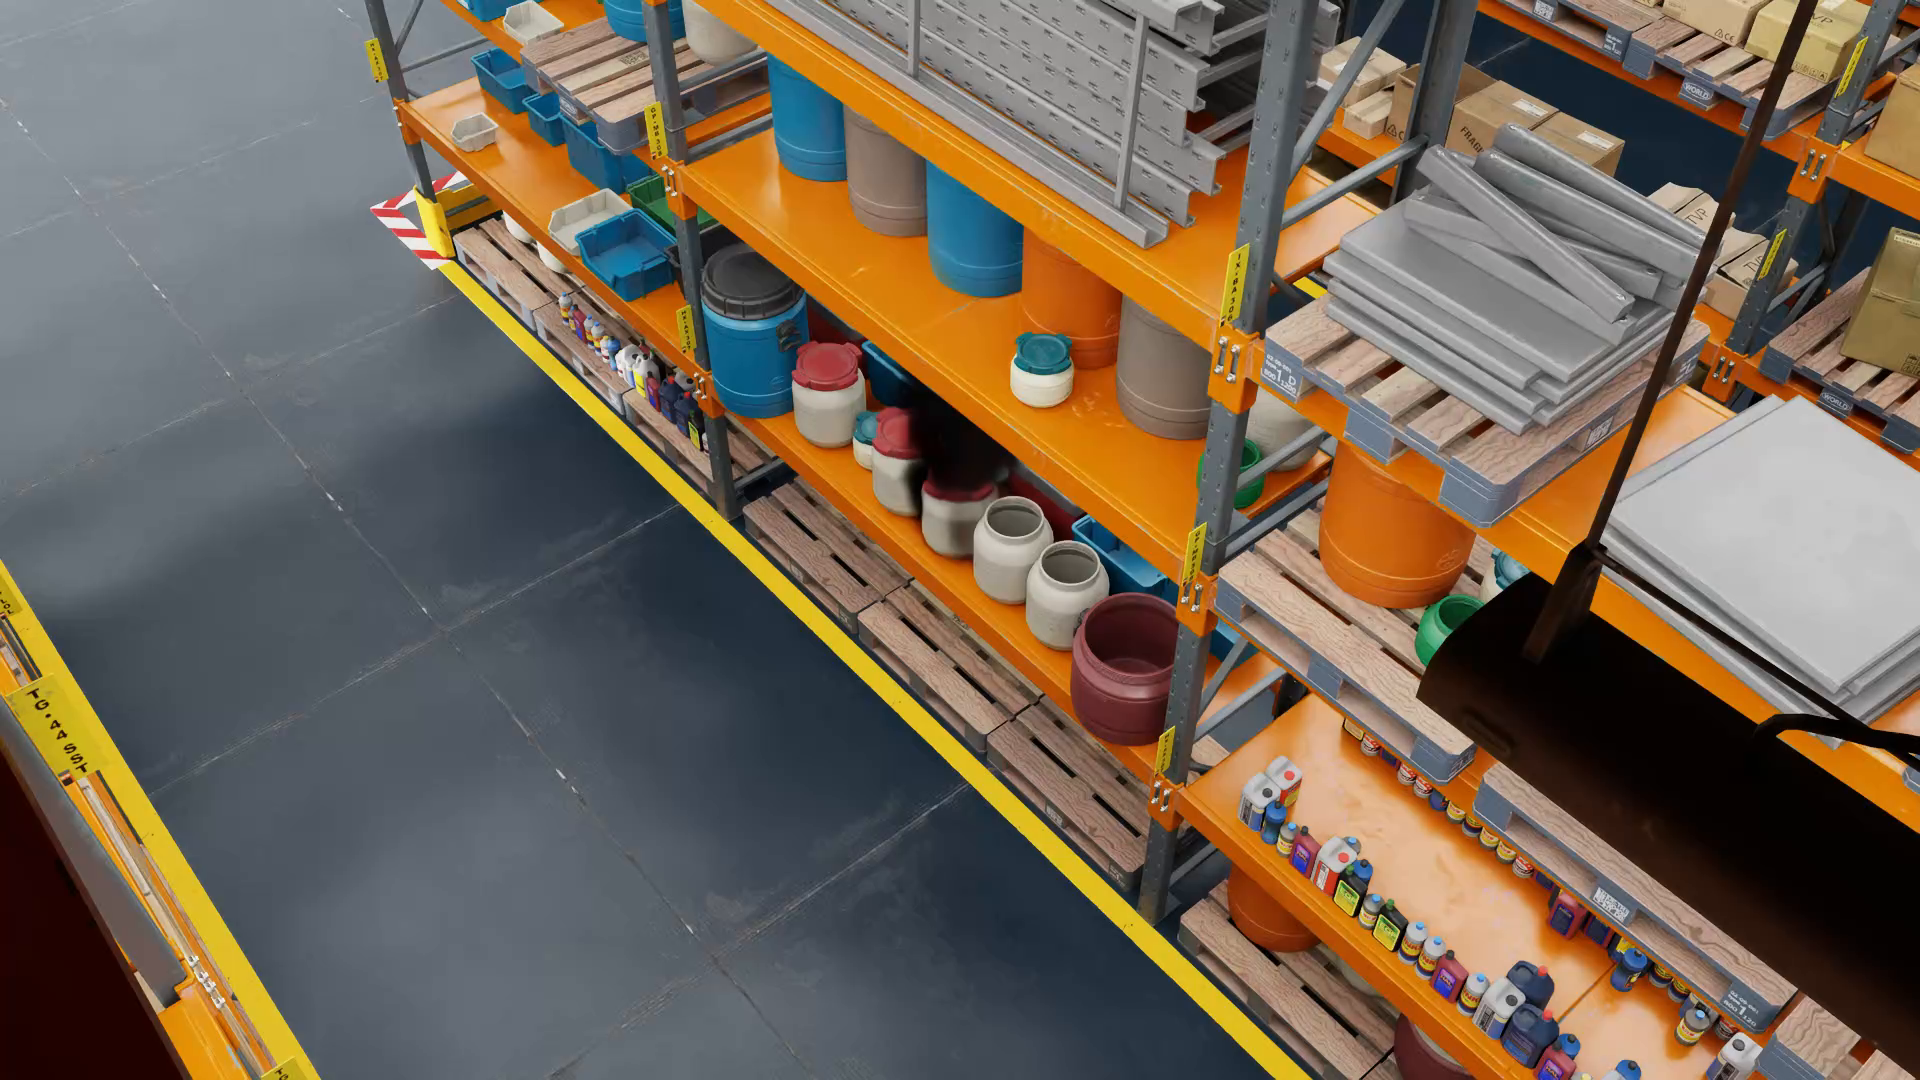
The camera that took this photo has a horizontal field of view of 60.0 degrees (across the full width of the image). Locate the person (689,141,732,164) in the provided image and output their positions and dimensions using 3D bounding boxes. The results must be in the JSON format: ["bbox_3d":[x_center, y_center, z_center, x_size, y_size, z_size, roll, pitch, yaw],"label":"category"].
[{"bbox_3d":[-1.959,-3.190,12.772,0.973,1.778,0.662,31,54,26],"label":"person"}]
